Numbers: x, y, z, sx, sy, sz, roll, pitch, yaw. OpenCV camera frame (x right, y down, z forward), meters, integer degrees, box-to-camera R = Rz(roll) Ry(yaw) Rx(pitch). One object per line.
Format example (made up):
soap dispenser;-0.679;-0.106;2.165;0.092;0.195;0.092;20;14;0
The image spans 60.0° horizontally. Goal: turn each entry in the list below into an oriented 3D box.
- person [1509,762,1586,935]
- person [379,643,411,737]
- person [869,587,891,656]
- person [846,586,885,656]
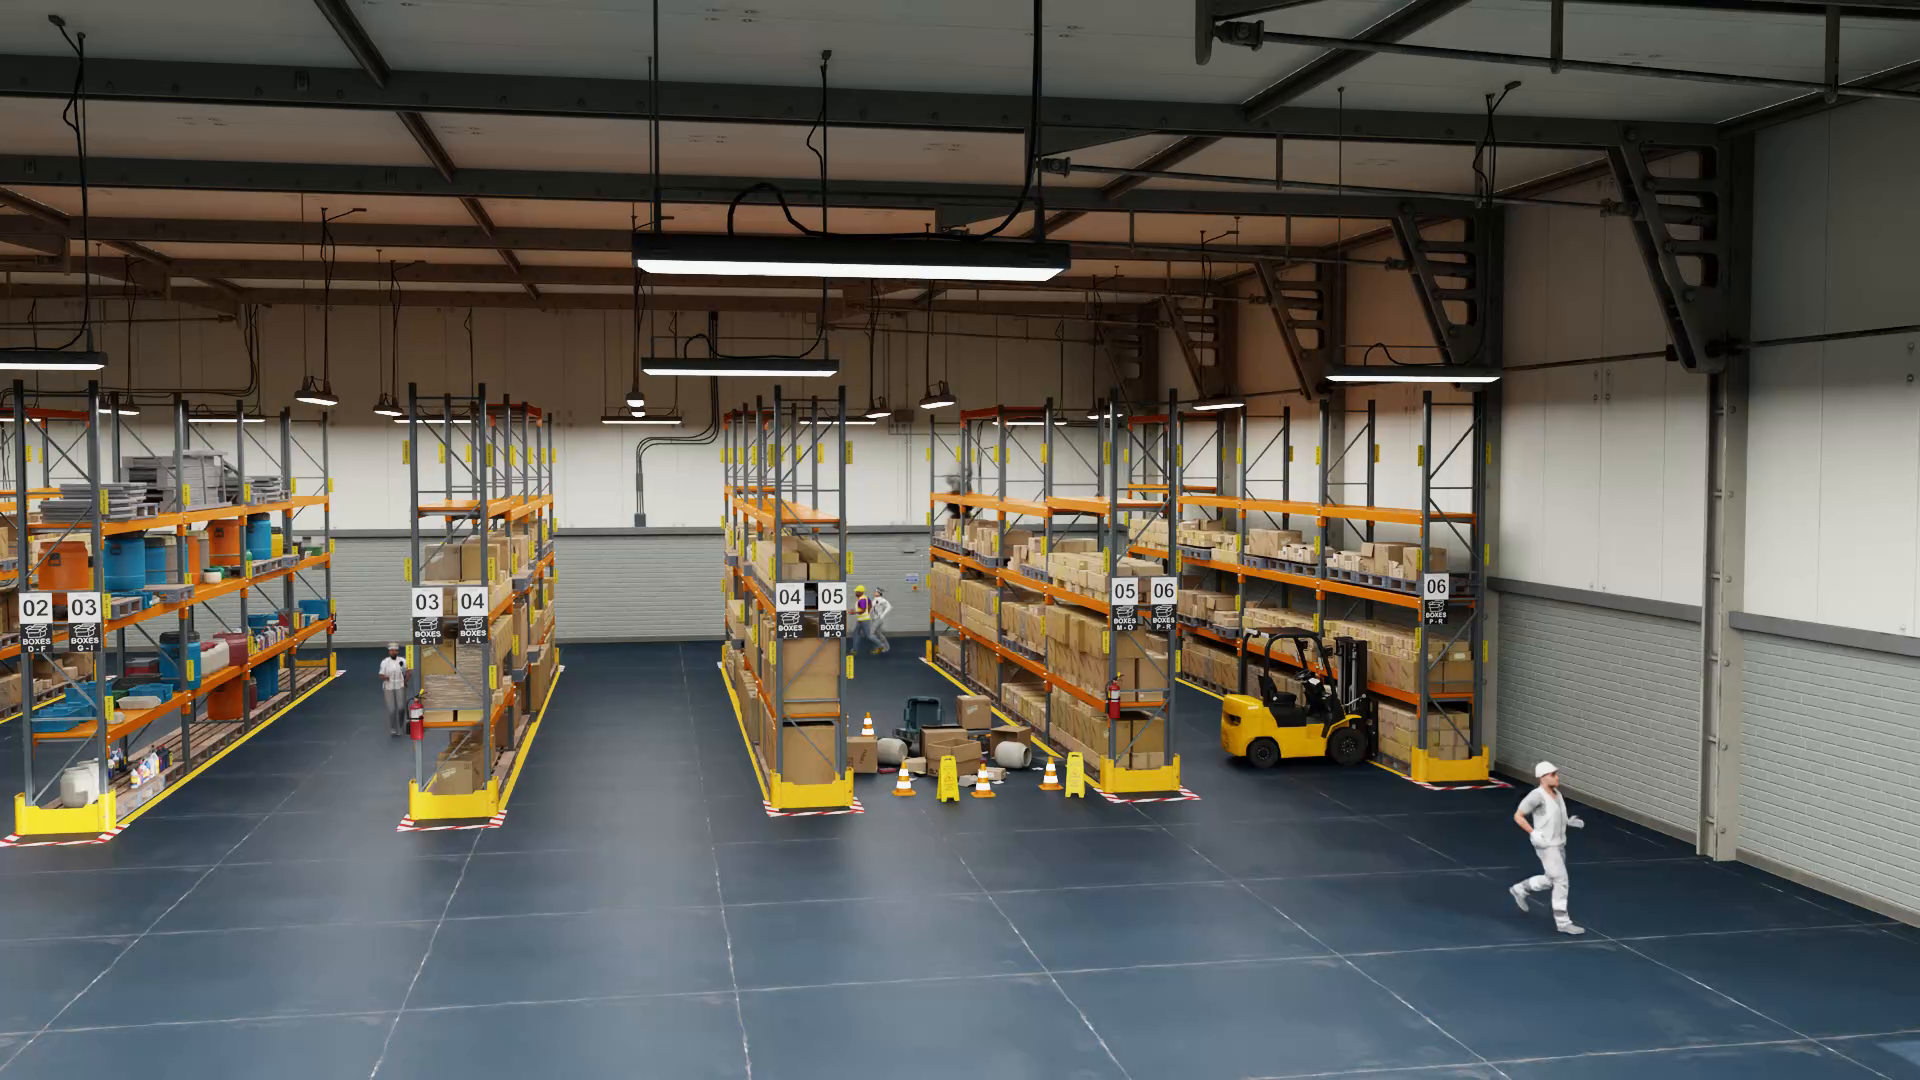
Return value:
person;6.199;3.224;17.577;0.670;1.765;0.914;-3;4;-42
person;-10.052;2.665;29.607;0.542;1.690;0.660;-1;3;-18
person;-2.058;2.045;41.796;0.703;1.733;0.594;-1;3;-25
person;-2.368;2.022;41.418;0.972;1.778;0.655;0;3;-8
